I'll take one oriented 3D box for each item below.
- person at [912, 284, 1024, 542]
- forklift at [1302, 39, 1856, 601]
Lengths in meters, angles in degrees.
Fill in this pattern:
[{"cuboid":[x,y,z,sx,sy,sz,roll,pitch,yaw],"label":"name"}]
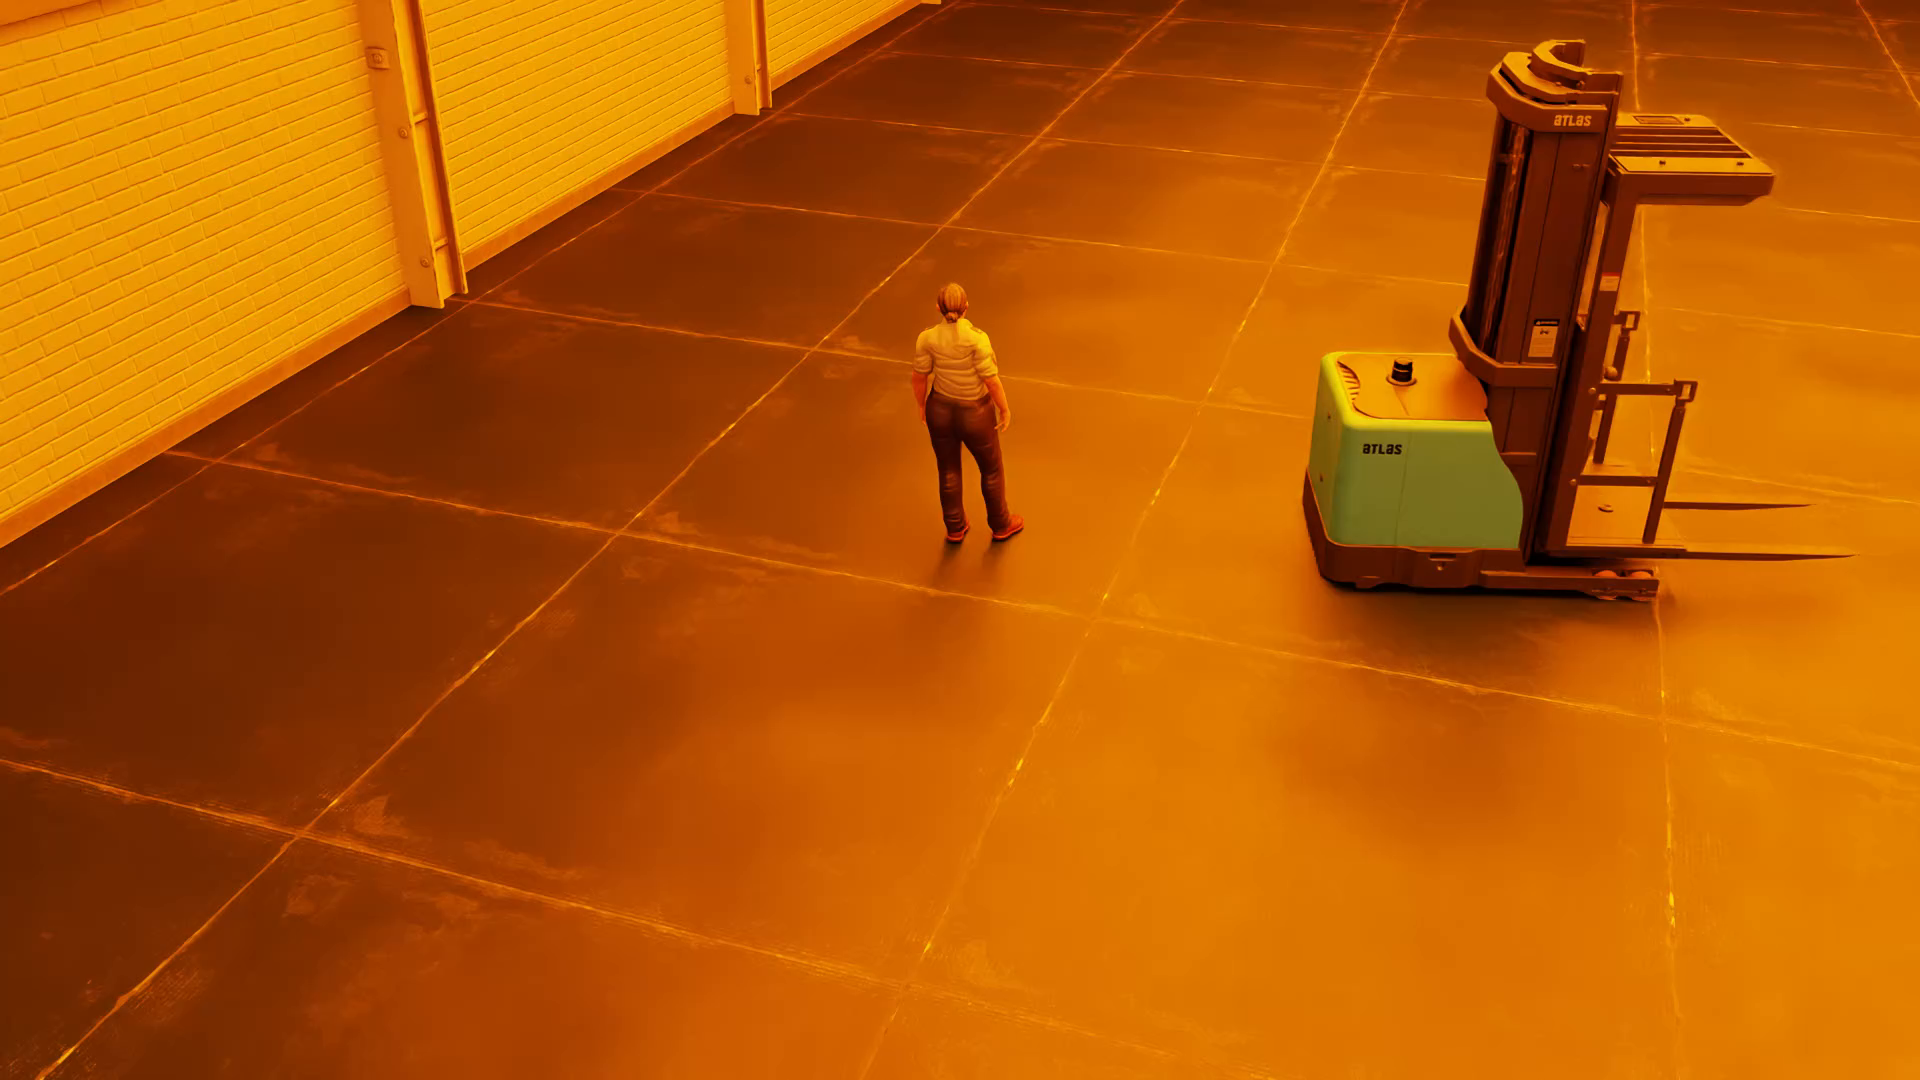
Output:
[{"cuboid":[0.051,-0.760,9.752,0.598,1.651,0.502,10,31,16],"label":"person"},{"cuboid":[3.623,-1.197,9.235,3.031,2.935,1.130,1,30,2],"label":"forklift"}]
